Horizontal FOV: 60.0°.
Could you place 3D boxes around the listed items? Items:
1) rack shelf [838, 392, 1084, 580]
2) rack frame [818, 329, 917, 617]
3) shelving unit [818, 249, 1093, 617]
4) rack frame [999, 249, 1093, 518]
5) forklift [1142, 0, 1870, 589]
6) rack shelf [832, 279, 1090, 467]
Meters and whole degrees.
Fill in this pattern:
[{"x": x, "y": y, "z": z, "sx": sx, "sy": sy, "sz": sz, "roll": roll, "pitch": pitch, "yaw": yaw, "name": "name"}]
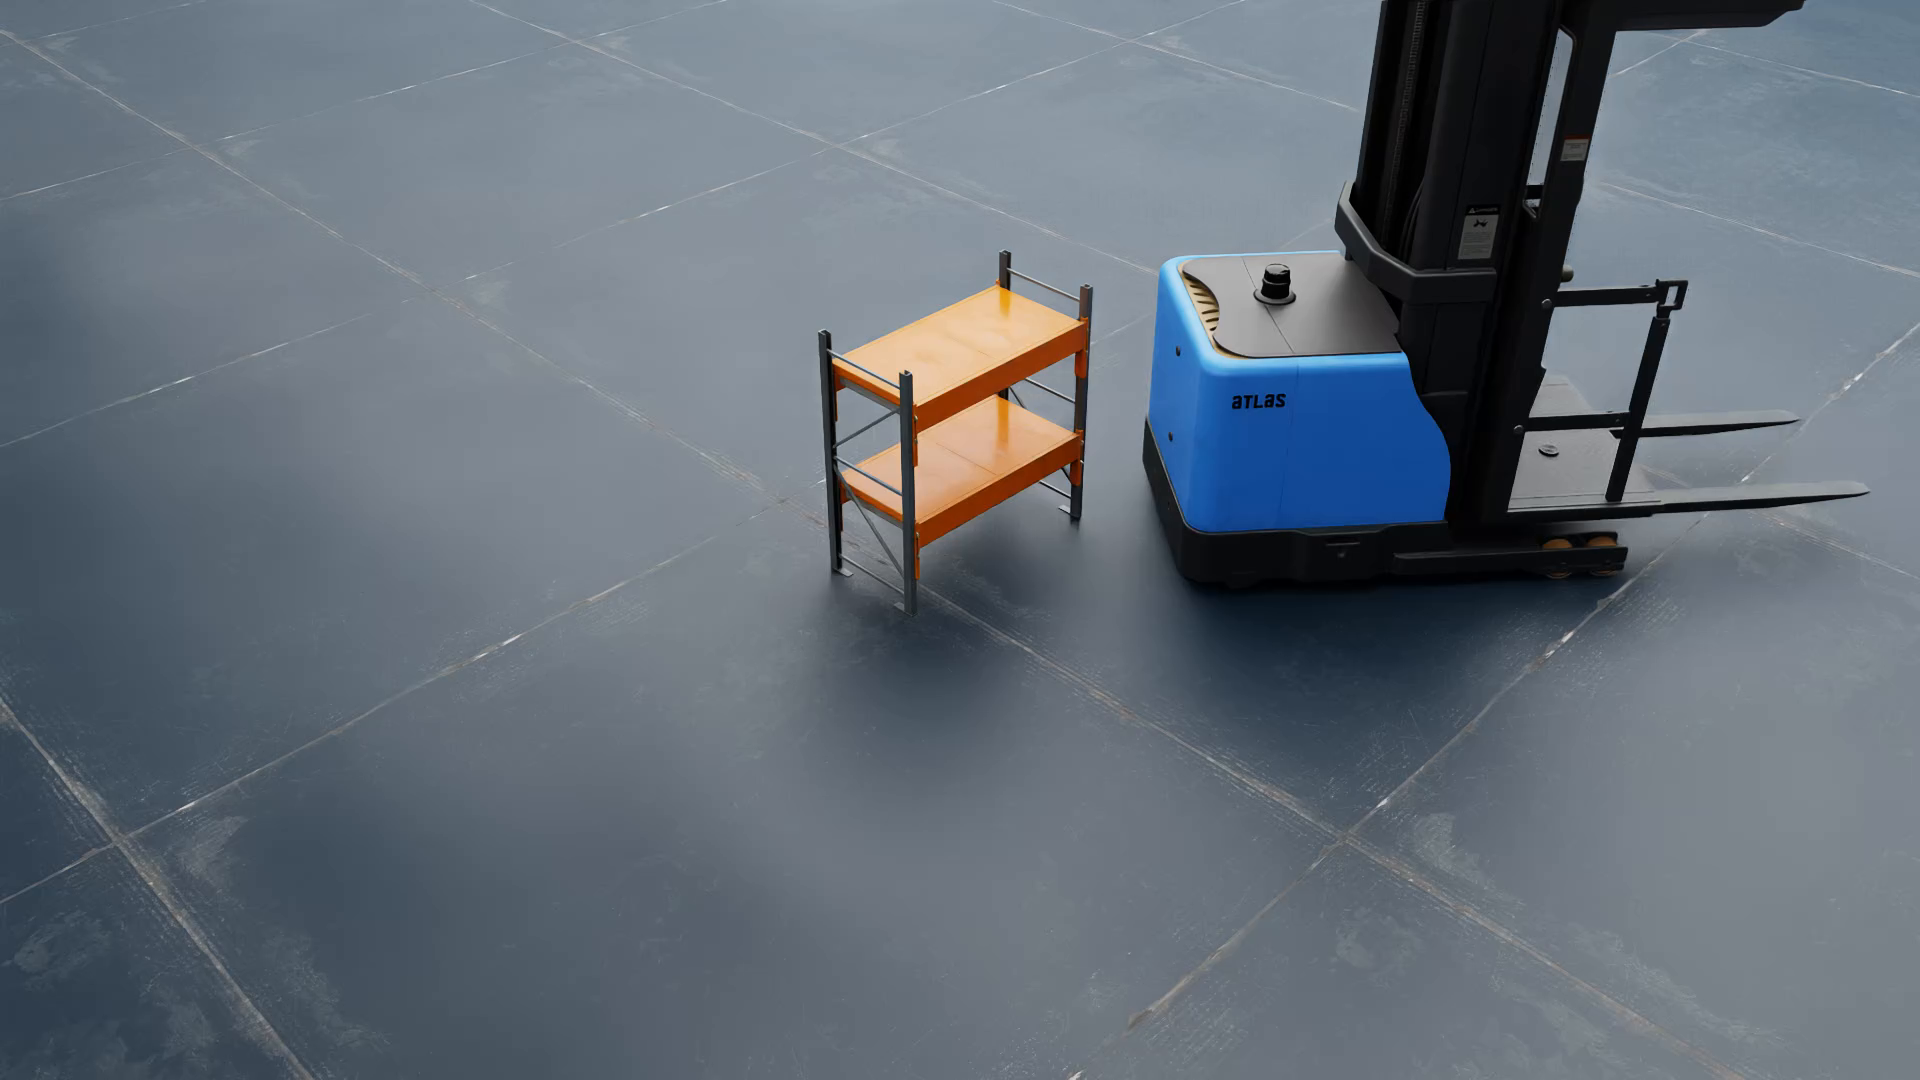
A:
[{"x": -0.005, "y": -0.258, "z": 7.064, "sx": 0.538, "sy": 0.278, "sz": 1.000, "roll": 30, "pitch": 45, "yaw": 35, "name": "rack shelf"}, {"x": -0.363, "y": -0.252, "z": 6.628, "sx": 0.500, "sy": 1.125, "sz": 0.032, "roll": 30, "pitch": 45, "yaw": 35, "name": "rack frame"}, {"x": -0.005, "y": -0.459, "z": 6.924, "sx": 0.538, "sy": 1.125, "sz": 1.048, "roll": 30, "pitch": 45, "yaw": 35, "name": "shelving unit"}, {"x": 0.353, "y": -0.665, "z": 7.220, "sx": 0.500, "sy": 1.125, "sz": 0.032, "roll": 30, "pitch": 45, "yaw": 35, "name": "rack frame"}, {"x": 2.385, "y": -1.340, "z": 6.609, "sx": 3.031, "sy": 2.935, "sz": 1.130, "roll": -3, "pitch": 35, "yaw": -4, "name": "forklift"}, {"x": -0.005, "y": -0.699, "z": 6.757, "sx": 0.538, "sy": 0.278, "sz": 1.000, "roll": 30, "pitch": 45, "yaw": 35, "name": "rack shelf"}]
